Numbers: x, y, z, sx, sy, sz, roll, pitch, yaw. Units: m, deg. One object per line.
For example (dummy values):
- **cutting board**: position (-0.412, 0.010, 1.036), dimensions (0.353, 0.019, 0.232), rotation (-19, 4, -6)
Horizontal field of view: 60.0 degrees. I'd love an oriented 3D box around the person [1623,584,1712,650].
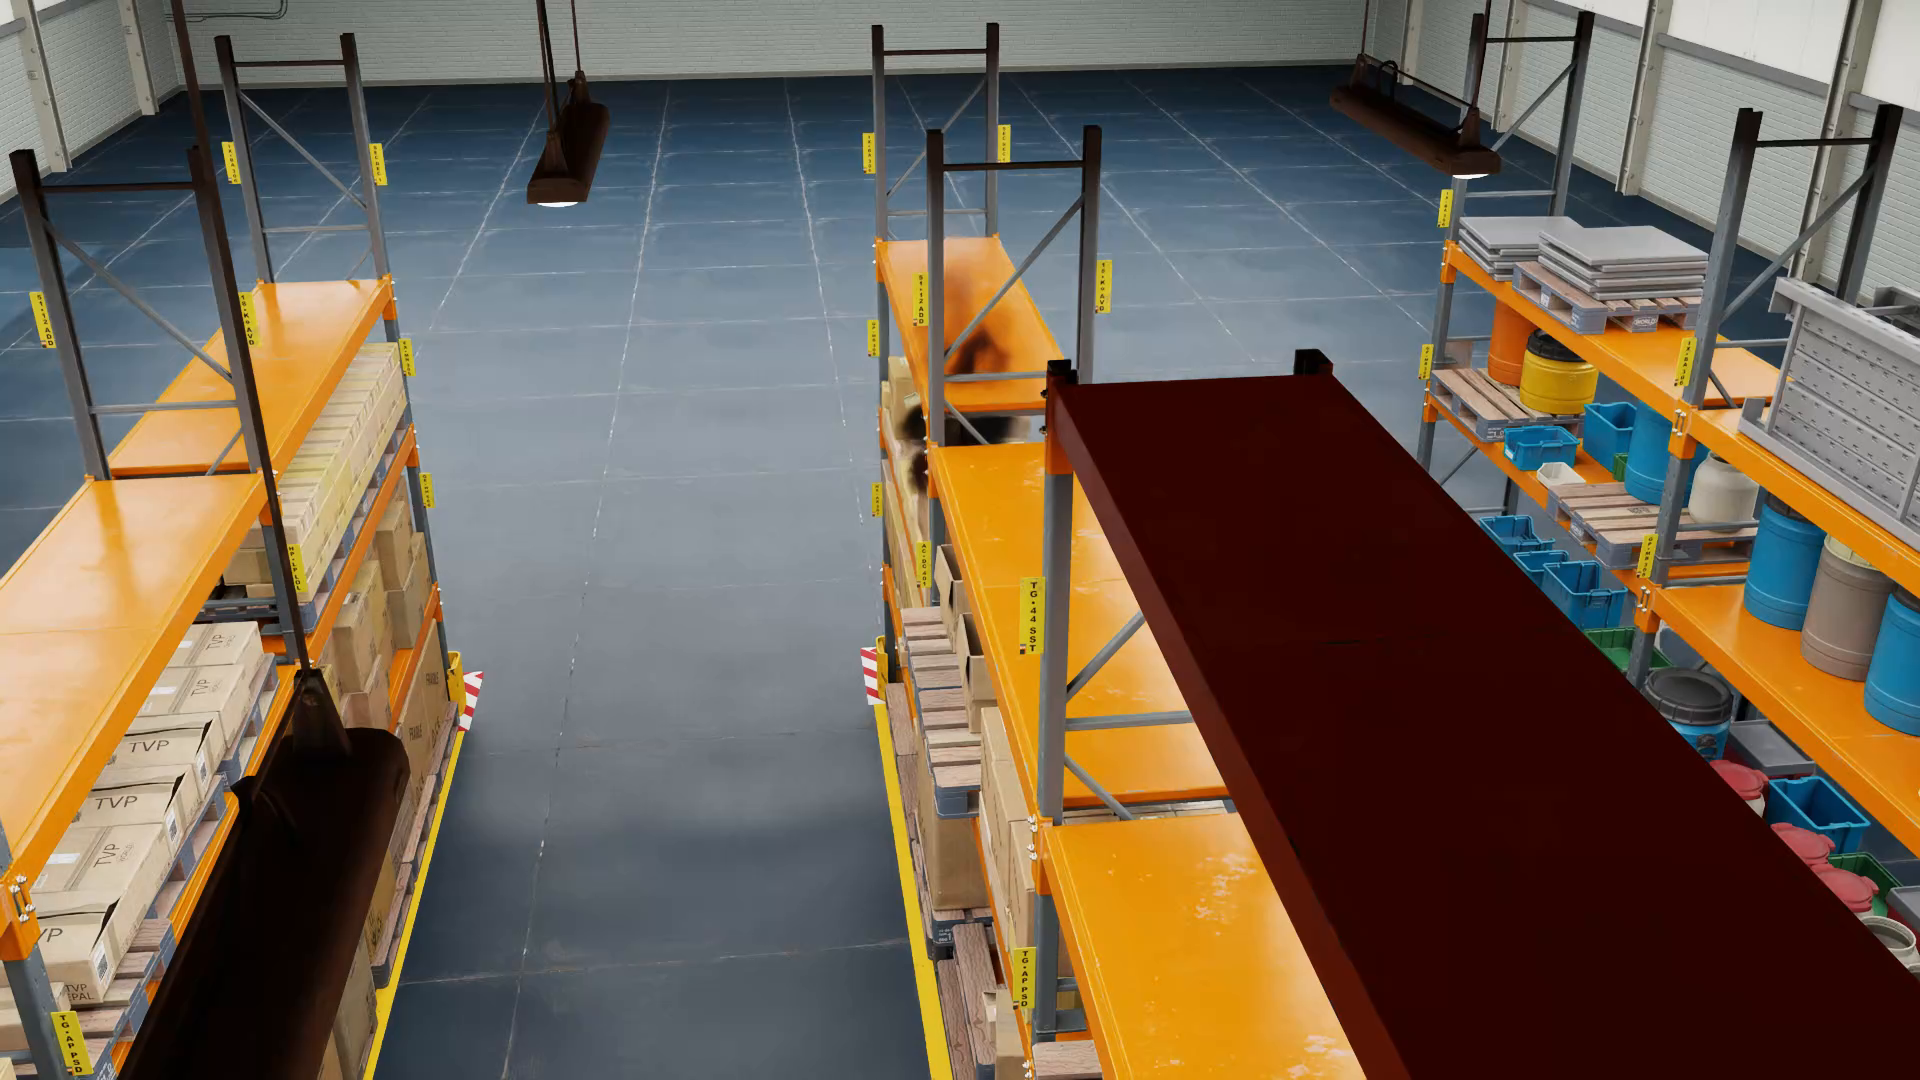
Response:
- **person**: position (6.248, 0.708, 14.935), dimensions (0.643, 1.844, 0.876), rotation (-8, 27, -16)
